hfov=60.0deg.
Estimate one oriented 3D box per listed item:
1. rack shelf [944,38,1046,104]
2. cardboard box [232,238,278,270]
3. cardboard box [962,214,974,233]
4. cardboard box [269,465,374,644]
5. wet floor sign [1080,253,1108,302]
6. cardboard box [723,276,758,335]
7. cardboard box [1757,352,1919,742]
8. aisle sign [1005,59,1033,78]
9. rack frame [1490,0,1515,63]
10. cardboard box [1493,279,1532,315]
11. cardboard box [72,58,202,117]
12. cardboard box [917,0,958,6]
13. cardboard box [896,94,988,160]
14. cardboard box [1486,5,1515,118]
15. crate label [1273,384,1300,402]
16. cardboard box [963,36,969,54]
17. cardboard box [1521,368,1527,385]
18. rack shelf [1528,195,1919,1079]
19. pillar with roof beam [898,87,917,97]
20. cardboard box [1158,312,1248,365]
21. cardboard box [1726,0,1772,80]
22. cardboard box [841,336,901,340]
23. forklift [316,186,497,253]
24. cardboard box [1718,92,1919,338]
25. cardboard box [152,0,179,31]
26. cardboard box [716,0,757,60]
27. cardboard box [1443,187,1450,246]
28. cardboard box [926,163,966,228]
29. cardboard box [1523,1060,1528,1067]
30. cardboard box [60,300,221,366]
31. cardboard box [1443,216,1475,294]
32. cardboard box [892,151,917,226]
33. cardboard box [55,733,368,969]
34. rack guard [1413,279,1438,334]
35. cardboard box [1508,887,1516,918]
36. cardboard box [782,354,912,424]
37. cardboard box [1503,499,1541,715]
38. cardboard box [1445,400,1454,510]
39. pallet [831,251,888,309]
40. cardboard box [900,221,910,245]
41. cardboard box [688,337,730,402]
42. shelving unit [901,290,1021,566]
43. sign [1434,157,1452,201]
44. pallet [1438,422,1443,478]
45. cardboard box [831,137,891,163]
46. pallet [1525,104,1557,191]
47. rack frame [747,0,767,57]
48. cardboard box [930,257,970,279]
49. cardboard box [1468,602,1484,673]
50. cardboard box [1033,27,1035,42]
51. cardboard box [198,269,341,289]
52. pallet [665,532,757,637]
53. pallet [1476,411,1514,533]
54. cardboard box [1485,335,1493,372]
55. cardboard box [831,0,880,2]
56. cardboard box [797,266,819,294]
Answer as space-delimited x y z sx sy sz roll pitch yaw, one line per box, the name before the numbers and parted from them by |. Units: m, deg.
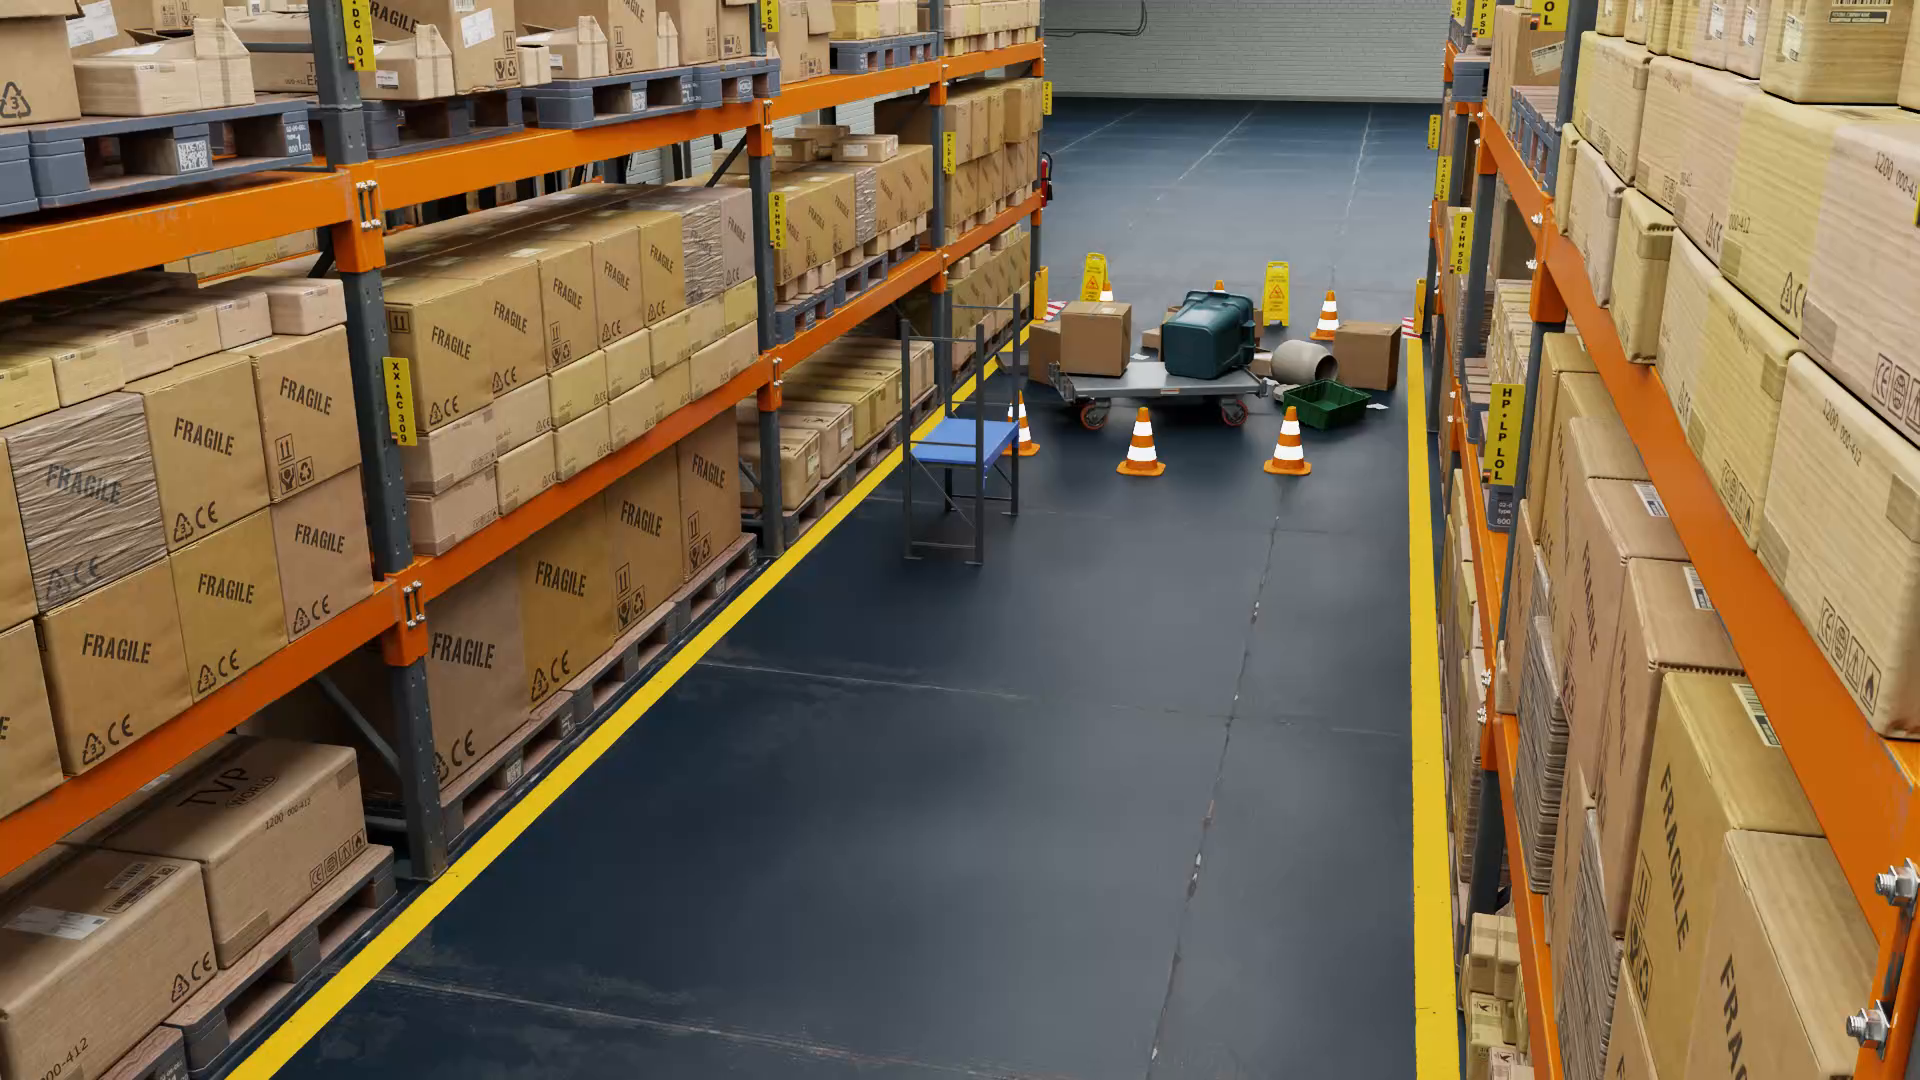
rack shelf | -0.136 -4.313 15.146 1.077 0.370 4.000 5 19 13
cardboard box | -5.695 -2.274 12.938 0.500 0.250 0.500 5 20 15
cardboard box | -0.095 -2.805 14.648 0.380 0.149 0.250 5 20 15
cardboard box | -2.444 0.019 5.837 0.500 0.500 0.500 5 19 14
wet floor sign | 1.437 -2.722 17.657 0.267 0.644 0.232 12 22 32
cardboard box | -1.474 -1.347 9.449 0.500 0.250 0.500 5 19 13
cardboard box | 1.123 0.002 1.634 0.500 0.250 0.500 4 19 12
aisle sign | 0.649 -5.087 16.919 0.394 0.787 0.004 5 19 13
rack frame | 3.223 -3.833 7.987 1.000 3.000 0.127 5 19 13
cardboard box | 2.921 -1.224 8.450 0.380 0.149 0.250 5 19 13
cardboard box | -2.489 -1.338 4.907 0.380 0.149 0.250 5 20 15
cardboard box | -0.231 -4.358 13.320 0.380 0.149 0.250 4 19 12
cardboard box | -0.161 -3.547 14.271 0.700 0.500 0.500 5 19 14
cardboard box | 2.826 -2.303 7.993 0.500 0.500 0.500 5 19 13
crate label | 2.810 -1.229 14.074 0.298 0.136 0.250 -9 21 -24
cardboard box | -0.139 -4.225 14.165 0.380 0.149 0.250 5 20 15
cardboard box | 2.412 -0.567 6.525 0.380 0.149 0.250 4 19 12
rack shelf | 1.757 -0.192 3.082 1.077 0.370 4.000 5 19 13
pillar with roof beam | 3.067 -12.245 32.616 9.100 9.000 0.400 5 19 13
cardboard box | 2.158 -1.699 14.674 0.797 0.637 0.503 5 19 13
cardboard box | 1.408 -0.787 2.551 0.380 0.149 0.250 5 20 15
cardboard box | -0.740 -1.711 14.660 0.500 0.250 0.500 6 20 16
forklift | -3.377 -1.613 10.876 1.130 2.935 3.031 4 19 12
cardboard box | 1.258 -0.396 2.025 0.500 0.250 0.500 4 19 12
cardboard box | -5.976 -3.831 11.662 0.700 0.500 0.500 4 19 12
cardboard box | -1.547 -2.890 9.058 0.797 0.503 0.637 3 19 10
cardboard box | 4.391 -2.609 13.454 0.875 0.550 0.550 5 19 13
cardboard box | -0.246 -2.911 13.954 0.500 0.500 0.500 5 19 13
cardboard box | 1.779 1.608 4.640 0.380 0.149 0.250 4 19 11
cardboard box | -2.586 -0.654 5.256 0.380 0.149 0.250 5 19 13
cardboard box | 3.688 -1.993 11.727 0.500 0.500 0.500 5 19 14
cardboard box | -0.635 -2.675 12.615 0.500 0.500 0.500 5 19 14
cardboard box | -2.836 1.103 6.133 0.875 0.438 0.875 4 19 13
rack guard | 5.184 -2.326 16.724 1.175 0.500 0.348 5 19 13
cardboard box | 1.961 1.220 5.315 0.380 0.149 0.250 5 20 16
cardboard box | -0.922 -1.172 12.894 0.950 0.372 0.625 6 20 17
cardboard box | 1.880 0.207 4.826 0.500 0.500 0.500 4 19 12
cardboard box | 3.669 -0.586 10.594 1.050 0.750 0.750 5 19 14
pallet | -1.158 -1.886 11.866 1.003 0.211 1.213 5 19 13
cardboard box | -0.592 -2.339 12.633 0.380 0.149 0.250 4 19 12
cardboard box | -1.583 -0.942 9.036 0.500 0.250 0.500 5 19 14
shelving unit | 0.021 -0.736 10.523 0.538 1.500 1.048 5 19 13
sign | 3.662 -2.738 12.602 0.100 0.325 0.005 5 19 13
pallet | 4.085 -0.680 12.353 1.003 0.211 1.213 5 19 13
cardboard box | -0.718 -2.833 12.074 0.380 0.149 0.250 4 19 11
pallet | 2.500 -1.256 5.374 1.213 0.211 1.003 5 19 13
rack frame | -1.602 -4.192 9.039 1.000 3.000 0.127 5 19 13
cardboard box | -0.130 -2.364 14.409 0.380 0.149 0.250 5 19 14
cardboard box | 2.321 0.476 6.712 0.500 0.250 0.500 6 20 16
cardboard box | 0.537 -5.027 16.513 0.380 0.149 0.250 5 19 14
cardboard box | -2.713 -0.780 6.628 0.500 0.500 0.500 5 20 15
pallet | -1.867 0.208 9.753 1.003 0.211 1.213 5 19 13
pallet | 2.779 -0.279 7.162 1.003 0.211 1.213 5 19 13
cardboard box | 2.918 -0.949 8.566 0.380 0.149 0.250 4 19 13
cardboard box | -0.870 -3.877 11.567 0.500 0.250 0.500 5 19 14
cardboard box | -1.129 -1.688 10.729 0.380 0.149 0.250 3 19 10
